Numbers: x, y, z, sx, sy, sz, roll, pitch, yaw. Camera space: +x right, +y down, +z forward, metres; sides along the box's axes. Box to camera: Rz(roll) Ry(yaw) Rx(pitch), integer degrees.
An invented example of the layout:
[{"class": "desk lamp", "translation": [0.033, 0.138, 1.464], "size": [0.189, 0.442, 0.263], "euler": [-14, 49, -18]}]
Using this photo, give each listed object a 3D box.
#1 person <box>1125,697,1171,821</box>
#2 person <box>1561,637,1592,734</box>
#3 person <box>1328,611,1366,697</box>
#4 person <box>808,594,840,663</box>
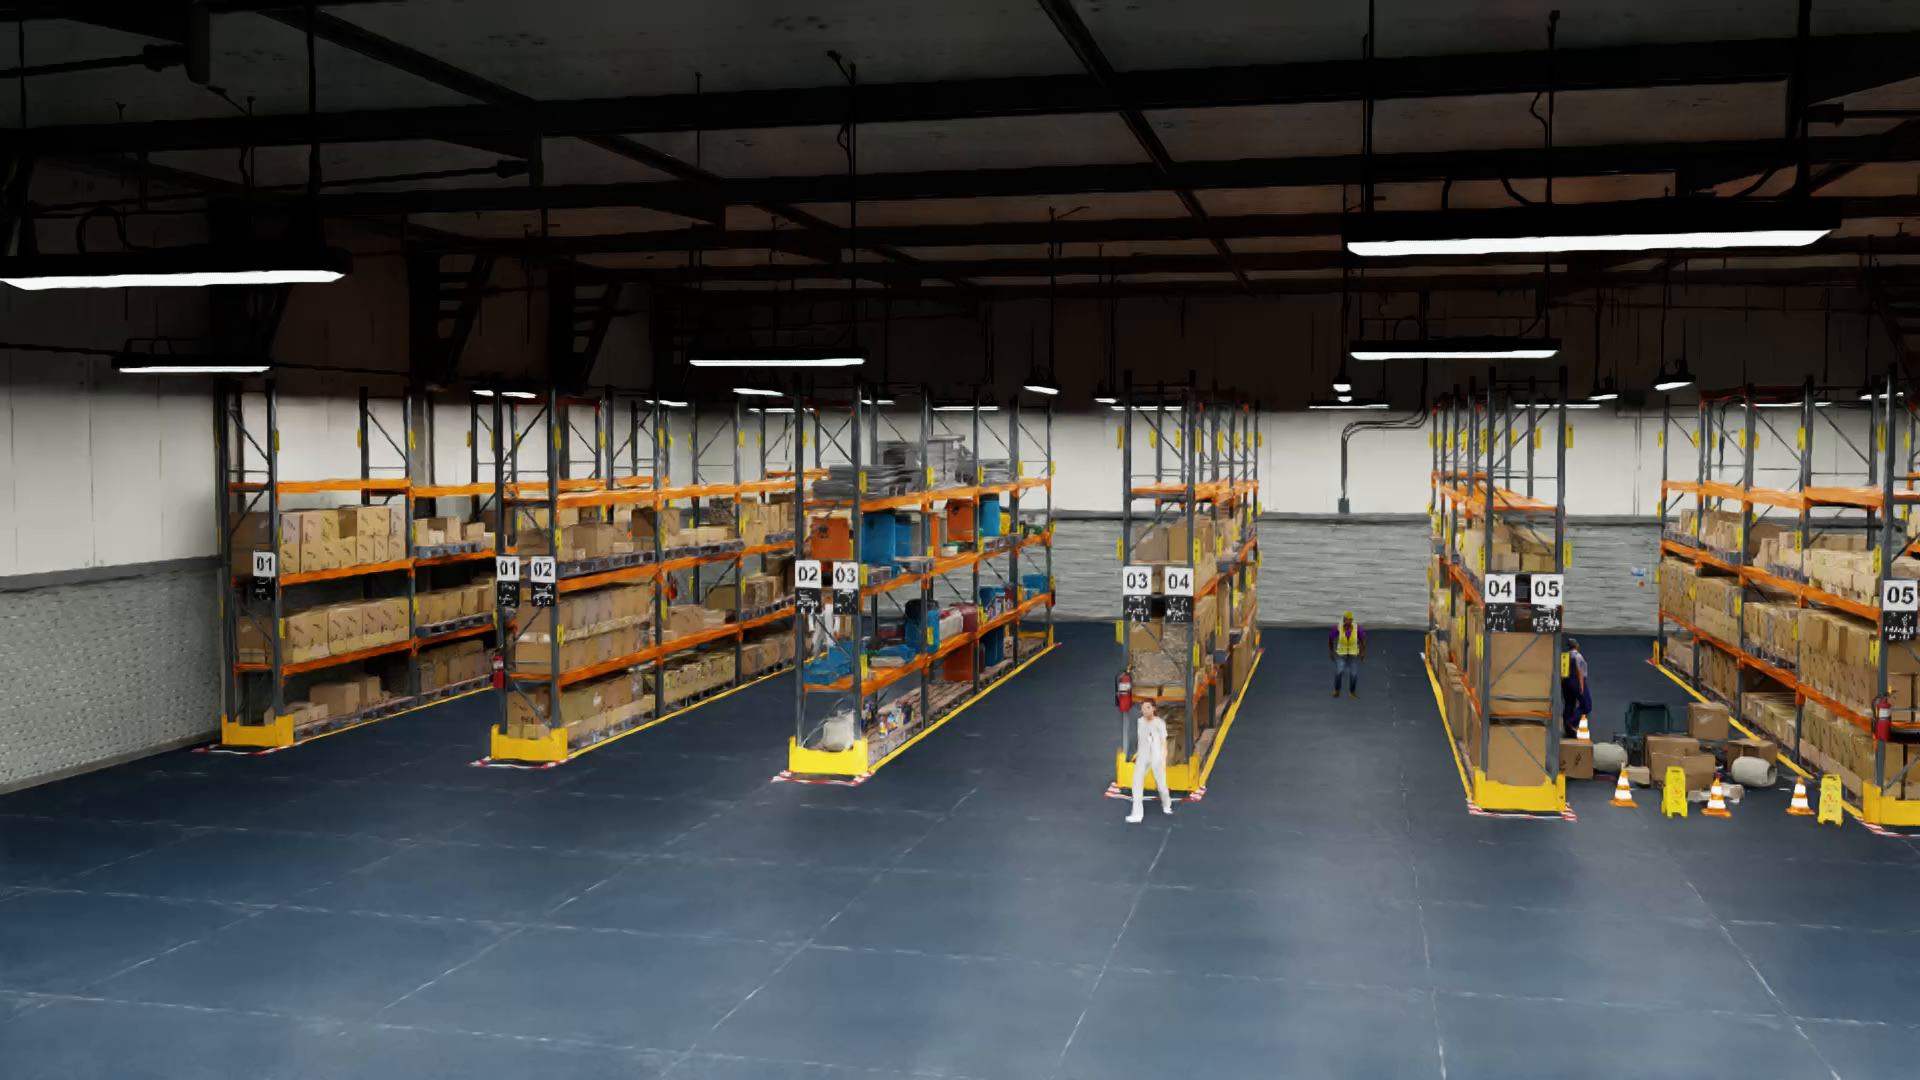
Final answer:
[{"class": "person", "translation": [2.537, 2.870, 21.928], "size": [0.465, 1.621, 0.926], "euler": [2, 4, 30]}, {"class": "person", "translation": [10.452, 2.484, 28.281], "size": [0.408, 1.645, 0.539], "euler": [-1, 4, -17]}, {"class": "person", "translation": [7.519, 2.214, 32.320], "size": [0.719, 1.714, 0.572], "euler": [1, 3, 11]}, {"class": "person", "translation": [-2.921, 1.998, 35.725], "size": [0.729, 1.733, 0.544], "euler": [1, 3, 12]}]
